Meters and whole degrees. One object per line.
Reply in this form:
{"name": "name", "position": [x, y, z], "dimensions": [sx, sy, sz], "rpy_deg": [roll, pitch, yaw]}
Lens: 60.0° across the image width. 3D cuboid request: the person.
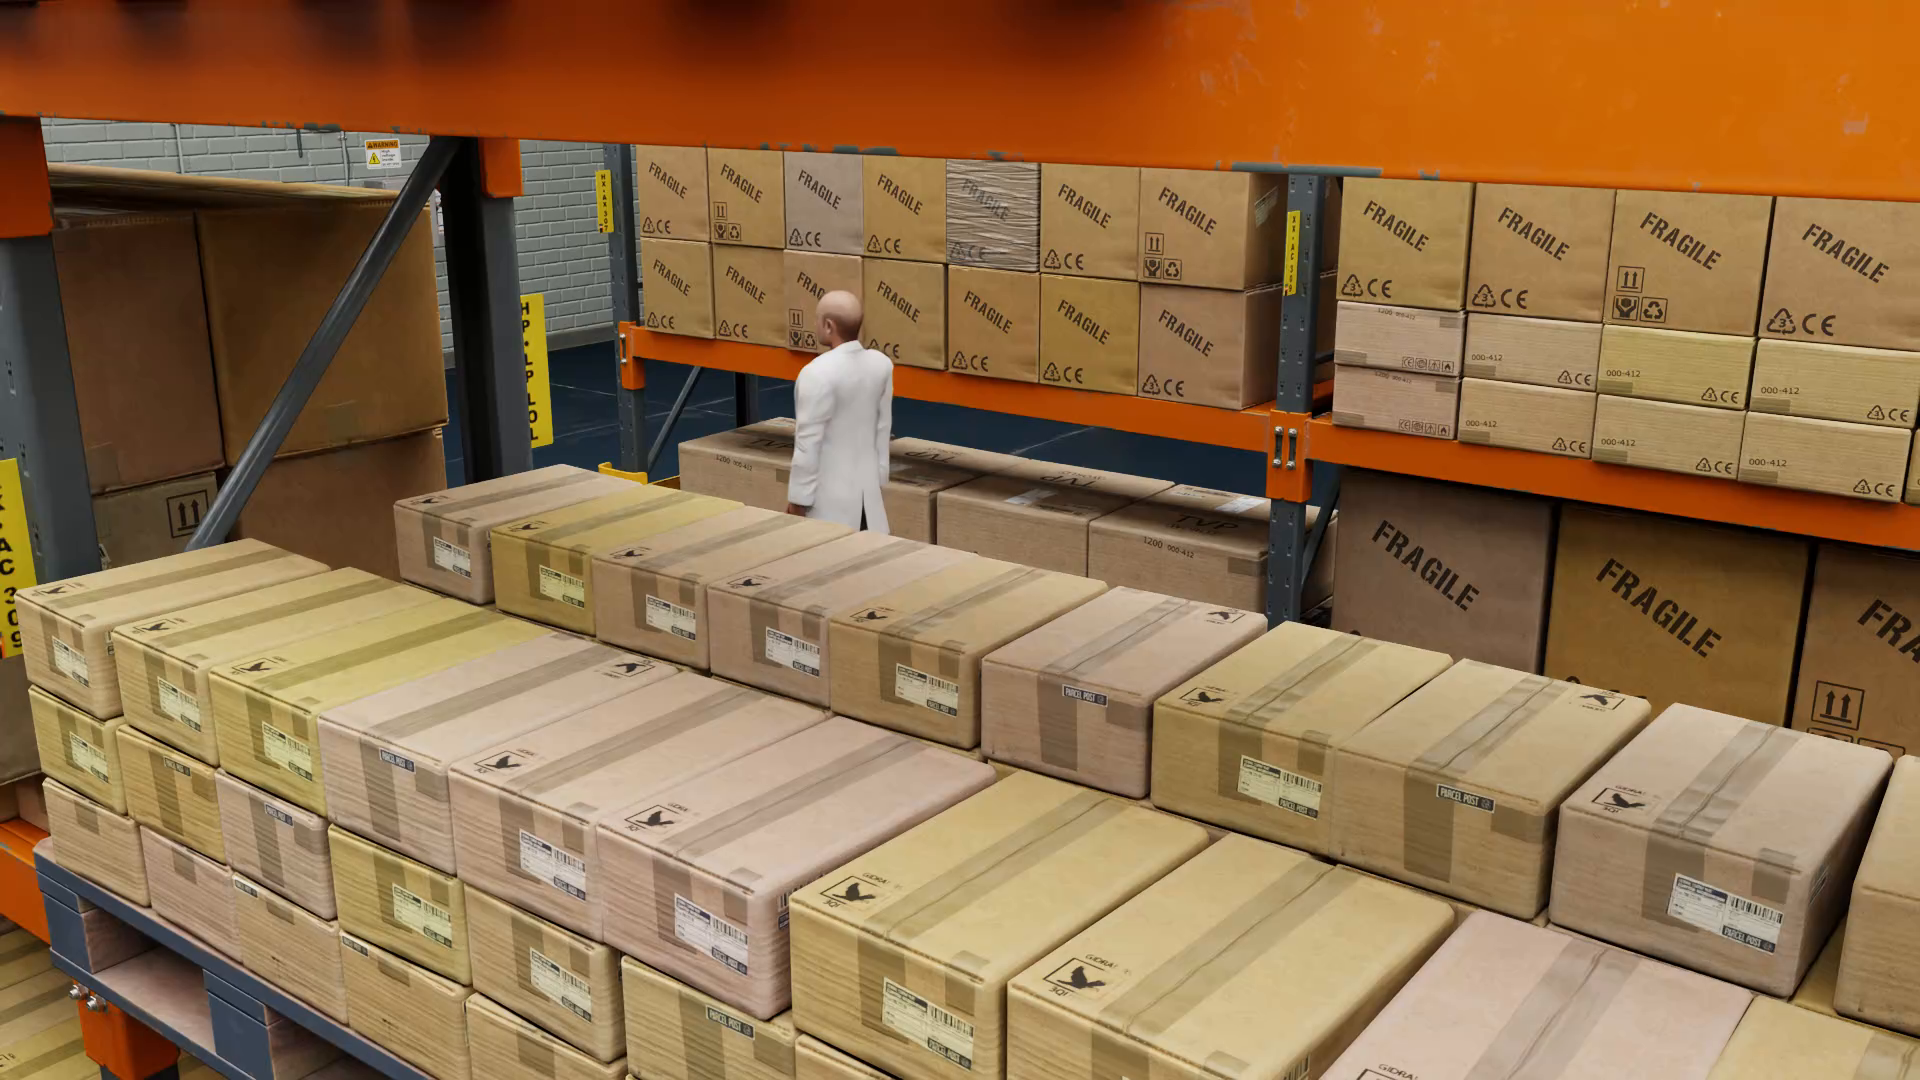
{"name": "person", "position": [-0.537, -0.174, 7.255], "dimensions": [0.482, 1.831, 0.575], "rpy_deg": [12, 20, 36]}
